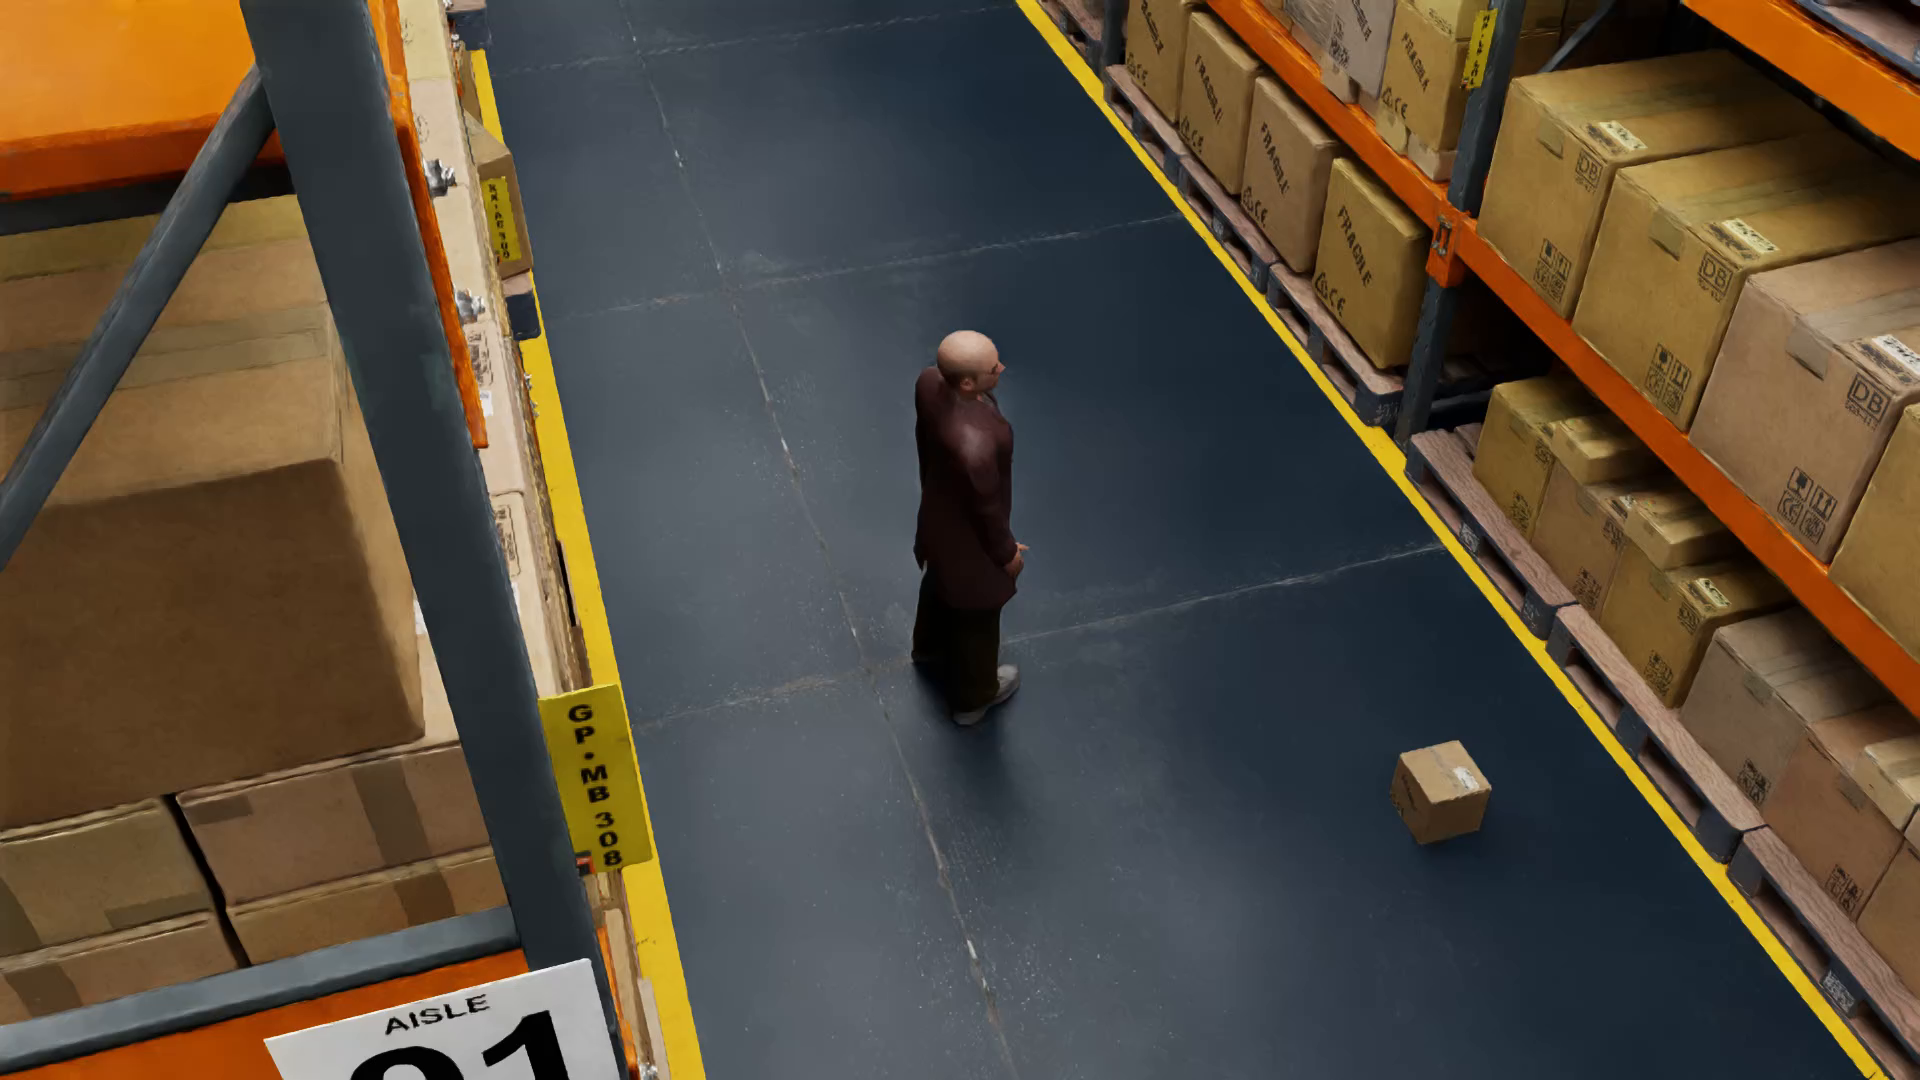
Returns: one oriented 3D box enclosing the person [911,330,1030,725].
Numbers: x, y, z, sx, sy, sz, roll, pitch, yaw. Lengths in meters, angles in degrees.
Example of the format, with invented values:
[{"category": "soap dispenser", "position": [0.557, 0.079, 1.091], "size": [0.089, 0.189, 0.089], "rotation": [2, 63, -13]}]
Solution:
[{"category": "person", "position": [0.049, -0.068, 6.223], "size": [0.403, 1.778, 0.593], "rotation": [-13, 43, -14]}]
